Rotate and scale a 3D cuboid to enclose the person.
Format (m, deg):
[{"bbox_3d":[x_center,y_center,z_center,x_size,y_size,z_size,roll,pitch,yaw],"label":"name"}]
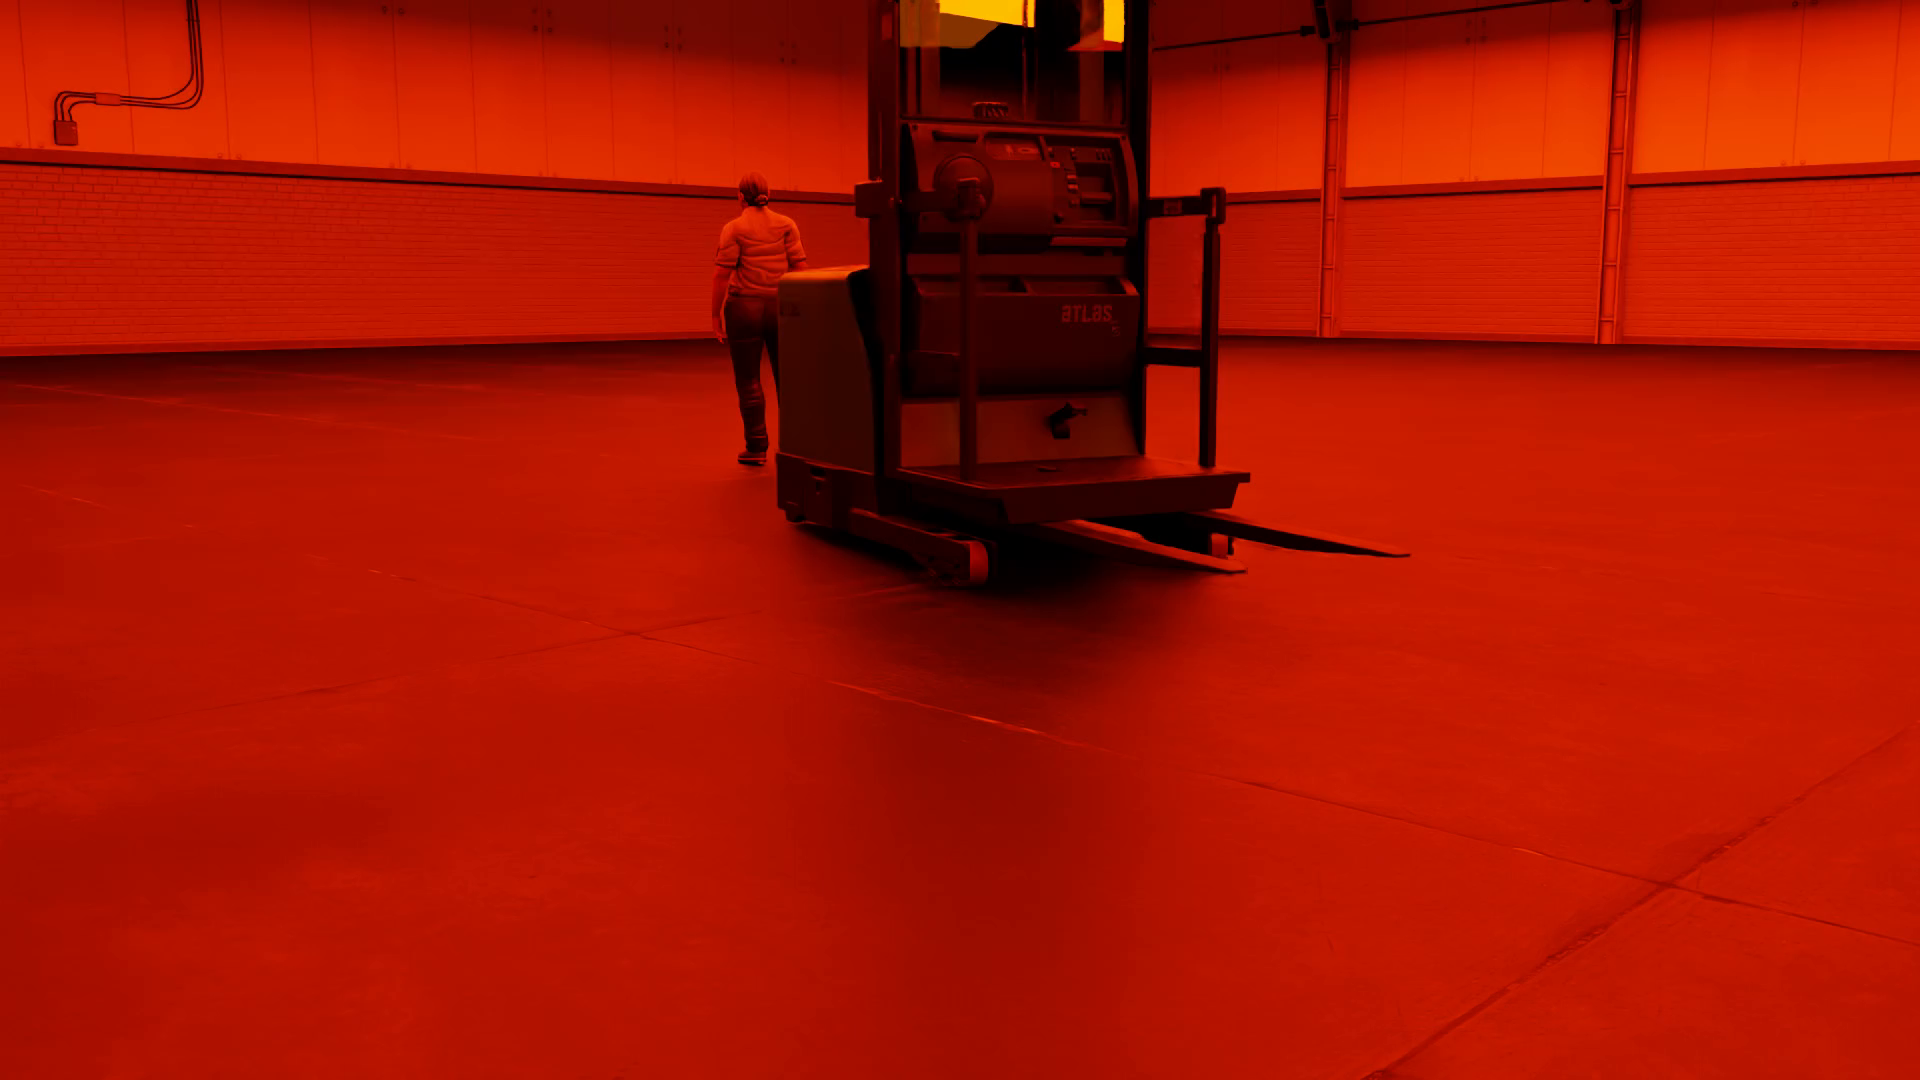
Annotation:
[{"bbox_3d":[-1.152,-1.271,9.582,0.598,1.650,0.502,-3,9,-19],"label":"person"}]

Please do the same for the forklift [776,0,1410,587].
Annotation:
[{"bbox_3d":[0.342,-1.363,5.927,1.130,2.935,3.031,-4,10,-27],"label":"forklift"}]
